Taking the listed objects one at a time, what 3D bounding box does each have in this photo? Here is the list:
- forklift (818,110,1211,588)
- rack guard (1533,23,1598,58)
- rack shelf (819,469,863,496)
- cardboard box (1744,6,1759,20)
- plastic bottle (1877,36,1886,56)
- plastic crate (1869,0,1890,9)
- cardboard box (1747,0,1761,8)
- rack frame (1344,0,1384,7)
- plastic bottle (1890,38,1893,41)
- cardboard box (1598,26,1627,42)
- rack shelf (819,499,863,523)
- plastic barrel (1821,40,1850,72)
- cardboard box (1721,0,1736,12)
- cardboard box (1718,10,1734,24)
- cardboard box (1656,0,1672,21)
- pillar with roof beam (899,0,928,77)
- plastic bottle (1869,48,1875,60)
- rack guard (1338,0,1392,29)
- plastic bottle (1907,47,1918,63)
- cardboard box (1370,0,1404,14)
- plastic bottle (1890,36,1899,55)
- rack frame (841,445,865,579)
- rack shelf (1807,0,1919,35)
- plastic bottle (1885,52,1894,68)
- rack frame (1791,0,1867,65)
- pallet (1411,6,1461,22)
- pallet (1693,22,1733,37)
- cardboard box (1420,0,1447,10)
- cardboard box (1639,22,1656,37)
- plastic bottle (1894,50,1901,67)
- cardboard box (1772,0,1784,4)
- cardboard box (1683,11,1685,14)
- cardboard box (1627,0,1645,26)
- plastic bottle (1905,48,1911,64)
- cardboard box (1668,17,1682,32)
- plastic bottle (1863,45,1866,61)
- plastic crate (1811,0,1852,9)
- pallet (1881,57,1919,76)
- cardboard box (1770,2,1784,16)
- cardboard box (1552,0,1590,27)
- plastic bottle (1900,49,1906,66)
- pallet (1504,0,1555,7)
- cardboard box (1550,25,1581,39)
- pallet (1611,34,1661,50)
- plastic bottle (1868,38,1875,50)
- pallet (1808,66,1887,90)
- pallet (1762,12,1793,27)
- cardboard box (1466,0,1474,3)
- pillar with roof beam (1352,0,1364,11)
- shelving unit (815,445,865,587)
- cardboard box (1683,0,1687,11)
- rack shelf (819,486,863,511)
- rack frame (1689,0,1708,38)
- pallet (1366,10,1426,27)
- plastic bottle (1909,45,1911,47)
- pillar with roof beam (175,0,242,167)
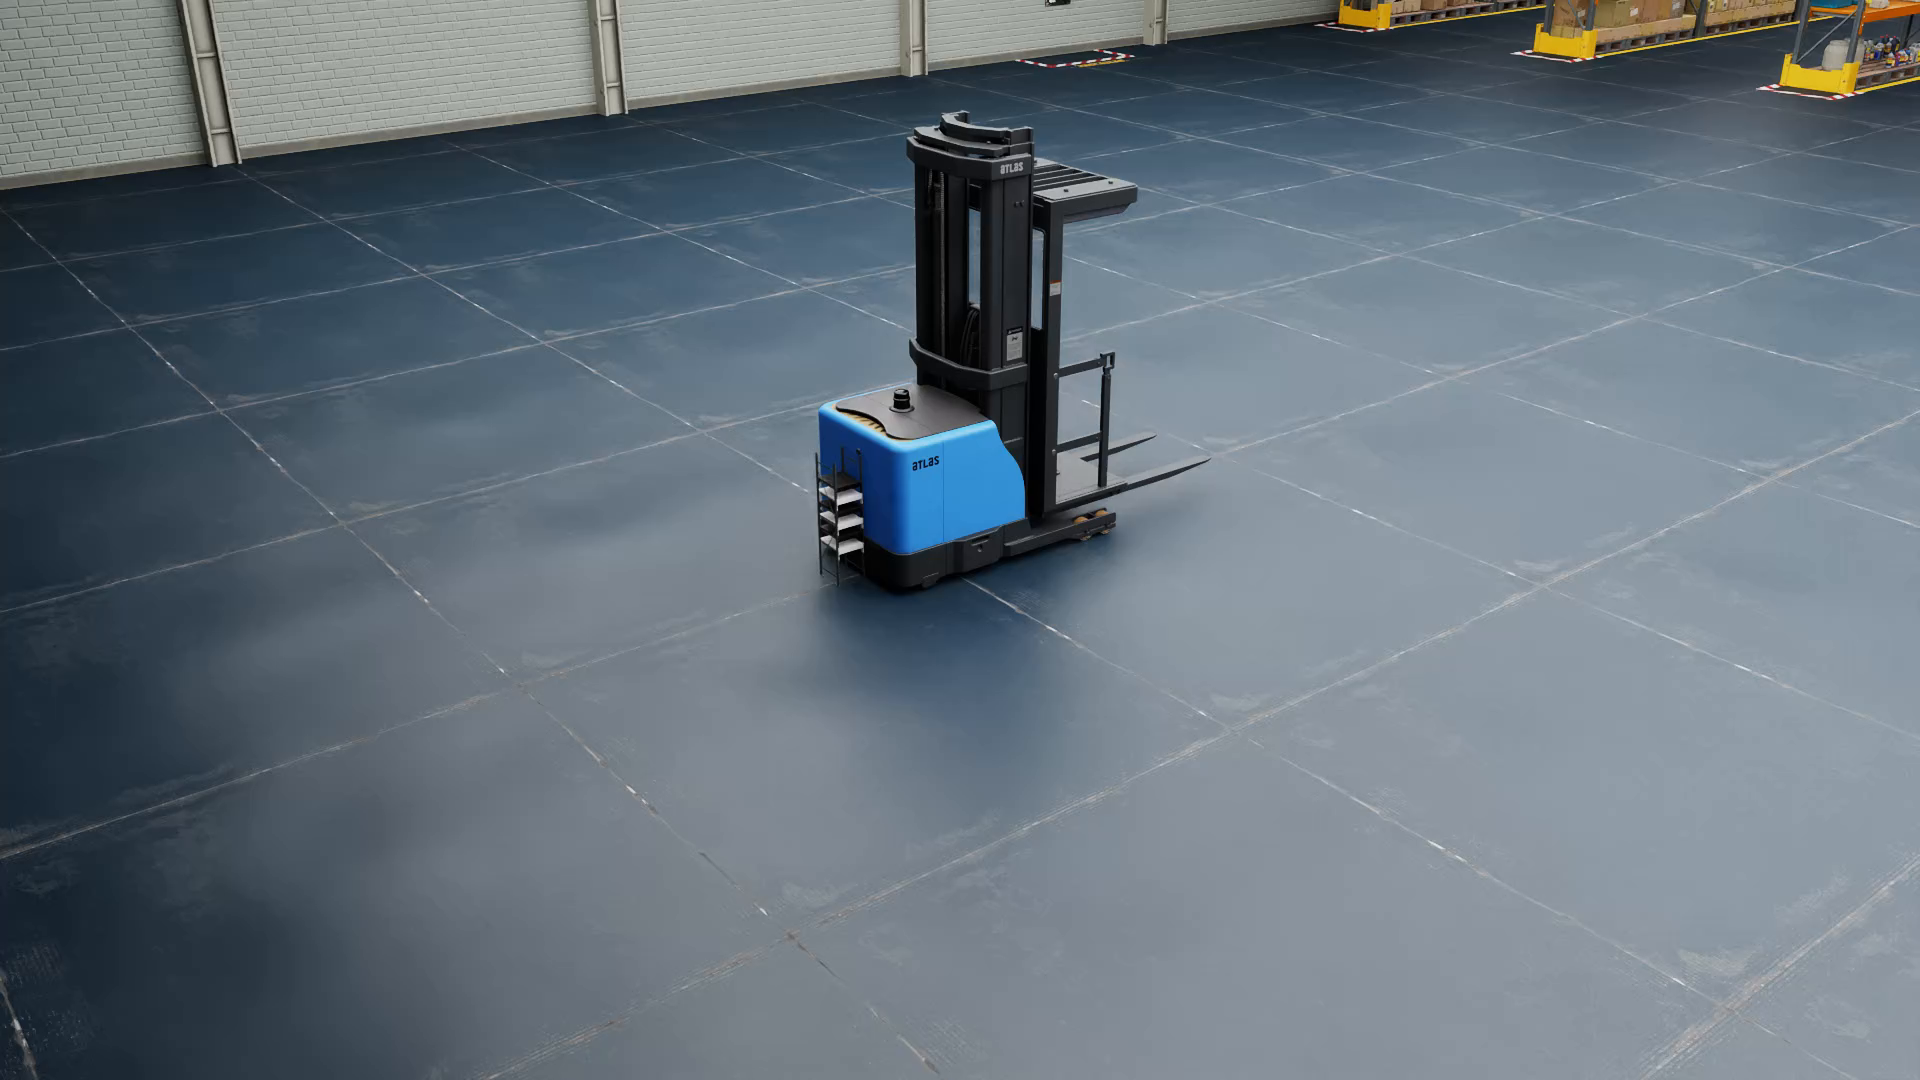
[{"bbox_3d":[0.507,-1.487,11.601,3.031,2.935,1.130,-17,30,-33],"label":"forklift"},{"bbox_3d":[11.640,-9.608,31.985,0.348,0.500,1.175,-18,31,-34],"label":"rack guard"},{"bbox_3d":[-0.802,-0.373,11.050,0.200,0.077,0.258,-17,30,-33],"label":"rack shelf"},{"bbox_3d":[16.487,-11.152,35.111,0.500,0.250,0.500,-18,30,-33],"label":"cardboard box"},{"bbox_3d":[16.820,-9.022,30.377,0.185,0.351,0.144,-20,31,-36],"label":"plastic bottle"},{"bbox_3d":[15.615,-9.112,28.261,0.250,0.136,0.298,-18,31,-34],"label":"plastic crate"},{"bbox_3d":[16.495,-11.409,34.998,0.500,0.311,0.500,-17,30,-33],"label":"cardboard box"},{"bbox_3d":[8.599,-12.388,35.006,0.127,3.000,1.000,-18,31,-34],"label":"rack frame"},{"bbox_3d":[17.101,-9.078,30.588,0.135,0.276,0.152,-17,30,-32],"label":"plastic bottle"},{"bbox_3d":[12.609,-9.888,32.386,0.500,0.250,0.500,-18,31,-34],"label":"cardboard box"},{"bbox_3d":[-0.802,-0.210,11.126,0.200,0.077,0.258,-17,30,-33],"label":"rack shelf"},{"bbox_3d":[15.183,-8.364,28.793,0.421,0.512,0.421,0,25,0],"label":"plastic barrel"},{"bbox_3d":[15.683,-11.138,34.413,0.500,0.311,0.500,-19,31,-35],"label":"cardboard box"},{"bbox_3d":[15.680,-10.885,34.535,0.500,0.250,0.500,-17,30,-33],"label":"cardboard box"},{"bbox_3d":[13.785,-10.620,33.074,0.500,0.500,0.500,-18,31,-34],"label":"cardboard box"},{"bbox_3d":[1.830,-11.034,24.963,0.400,9.000,9.100,-18,31,-34],"label":"pillar with roof beam"},{"bbox_3d":[16.449,-8.766,30.005,0.097,0.201,0.097,0,25,0],"label":"plastic bottle"},{"bbox_3d":[8.659,-11.274,35.575,0.348,0.500,1.175,-18,31,-34],"label":"rack guard"},{"bbox_3d":[16.996,-8.672,29.711,0.135,0.276,0.152,-18,30,-33],"label":"plastic bottle"},{"bbox_3d":[9.199,-11.518,35.802,0.500,0.311,0.500,-23,33,-40],"label":"cardboard box"},{"bbox_3d":[17.058,-9.023,30.380,0.185,0.351,0.144,-18,31,-34],"label":"plastic bottle"},{"bbox_3d":[-0.720,-0.184,11.205,0.006,0.900,0.240,-17,30,-33],"label":"rack frame"},{"bbox_3d":[16.286,-9.299,29.205,4.000,0.370,1.077,-18,31,-34],"label":"rack shelf"},{"bbox_3d":[16.332,-8.436,29.208,0.097,0.271,0.097,0,25,0],"label":"plastic bottle"},{"bbox_3d":[14.713,-9.106,27.934,0.127,3.000,1.000,-18,31,-34],"label":"rack frame"},{"bbox_3d":[10.280,-11.657,36.744,1.213,0.211,1.003,-18,31,-34],"label":"pallet"},{"bbox_3d":[15.362,-10.726,34.738,1.213,0.211,1.003,-18,31,-34],"label":"pallet"},{"bbox_3d":[10.256,-11.925,36.457,0.500,0.500,0.700,-21,32,-37],"label":"cardboard box"},{"bbox_3d":[13.400,-10.146,32.942,0.500,0.250,0.500,-18,31,-34],"label":"cardboard box"},{"bbox_3d":[16.521,-8.494,29.320,0.133,0.283,0.061,-18,30,-33],"label":"plastic bottle"},{"bbox_3d":[17.289,-11.669,35.558,0.500,0.311,0.500,-19,31,-35],"label":"cardboard box"},{"bbox_3d":[14.954,-10.934,34.640,0.500,0.250,0.500,-19,31,-35],"label":"cardboard box"},{"bbox_3d":[12.996,-10.361,32.516,0.500,0.500,0.500,-18,31,-34],"label":"cardboard box"},{"bbox_3d":[16.839,-8.603,29.570,0.097,0.271,0.097,0,25,0],"label":"plastic bottle"},{"bbox_3d":[14.177,-10.411,33.513,0.500,0.250,0.500,-18,31,-34],"label":"cardboard box"},{"bbox_3d":[16.169,-8.717,29.800,0.133,0.283,0.061,-18,31,-34],"label":"plastic bottle"},{"bbox_3d":[14.922,-9.267,28.459,0.616,0.251,0.499,-18,31,-34],"label":"plastic crate"},{"bbox_3d":[17.306,-8.719,30.414,1.213,0.211,1.003,-18,31,-34],"label":"pallet"},{"bbox_3d":[17.287,-11.417,35.681,0.500,0.250,0.500,-19,31,-35],"label":"cardboard box"},{"bbox_3d":[11.897,-10.269,32.317,0.500,0.500,0.500,-18,31,-34],"label":"cardboard box"},{"bbox_3d":[16.680,-8.551,29.456,0.097,0.271,0.097,0,25,0],"label":"plastic bottle"},{"bbox_3d":[13.319,-12.683,38.955,1.213,0.211,1.003,-18,31,-34],"label":"pallet"},{"bbox_3d":[11.899,-9.928,32.474,0.500,0.250,0.500,-18,31,-34],"label":"cardboard box"},{"bbox_3d":[13.194,-10.011,33.196,1.213,0.211,1.003,-18,31,-34],"label":"pallet"},{"bbox_3d":[16.486,-8.911,30.139,0.185,0.351,0.144,-19,31,-34],"label":"plastic bottle"},{"bbox_3d":[15.386,-8.086,29.048,1.213,0.211,1.003,-18,31,-34],"label":"pallet"},{"bbox_3d":[17.282,-11.360,36.104,1.213,0.211,1.003,-18,31,-34],"label":"pallet"},{"bbox_3d":[11.345,-12.192,37.428,0.380,0.166,0.250,22,33,39],"label":"cardboard box"},{"bbox_3d":[11.273,-14.151,31.679,0.400,9.000,9.100,-18,31,-34],"label":"pillar with roof beam"},{"bbox_3d":[-0.802,-0.159,11.150,0.210,0.900,0.258,-17,30,-33],"label":"shelving unit"},{"bbox_3d":[14.948,-11.185,34.515,0.500,0.311,0.500,-18,31,-34],"label":"cardboard box"},{"bbox_3d":[-0.802,-0.292,11.088,0.200,0.077,0.258,-17,30,-33],"label":"rack shelf"},{"bbox_3d":[14.807,-11.787,33.711,0.127,3.000,1.000,-18,31,-34],"label":"rack frame"},{"bbox_3d":[9.320,-11.342,36.065,1.213,0.211,1.003,-18,31,-34],"label":"pallet"},{"bbox_3d":[17.043,-8.743,29.857,0.133,0.283,0.061,-18,31,-34],"label":"plastic bottle"},{"bbox_3d":[-7.613,-7.917,18.246,0.400,9.000,9.100,-18,31,-34],"label":"pillar with roof beam"}]
